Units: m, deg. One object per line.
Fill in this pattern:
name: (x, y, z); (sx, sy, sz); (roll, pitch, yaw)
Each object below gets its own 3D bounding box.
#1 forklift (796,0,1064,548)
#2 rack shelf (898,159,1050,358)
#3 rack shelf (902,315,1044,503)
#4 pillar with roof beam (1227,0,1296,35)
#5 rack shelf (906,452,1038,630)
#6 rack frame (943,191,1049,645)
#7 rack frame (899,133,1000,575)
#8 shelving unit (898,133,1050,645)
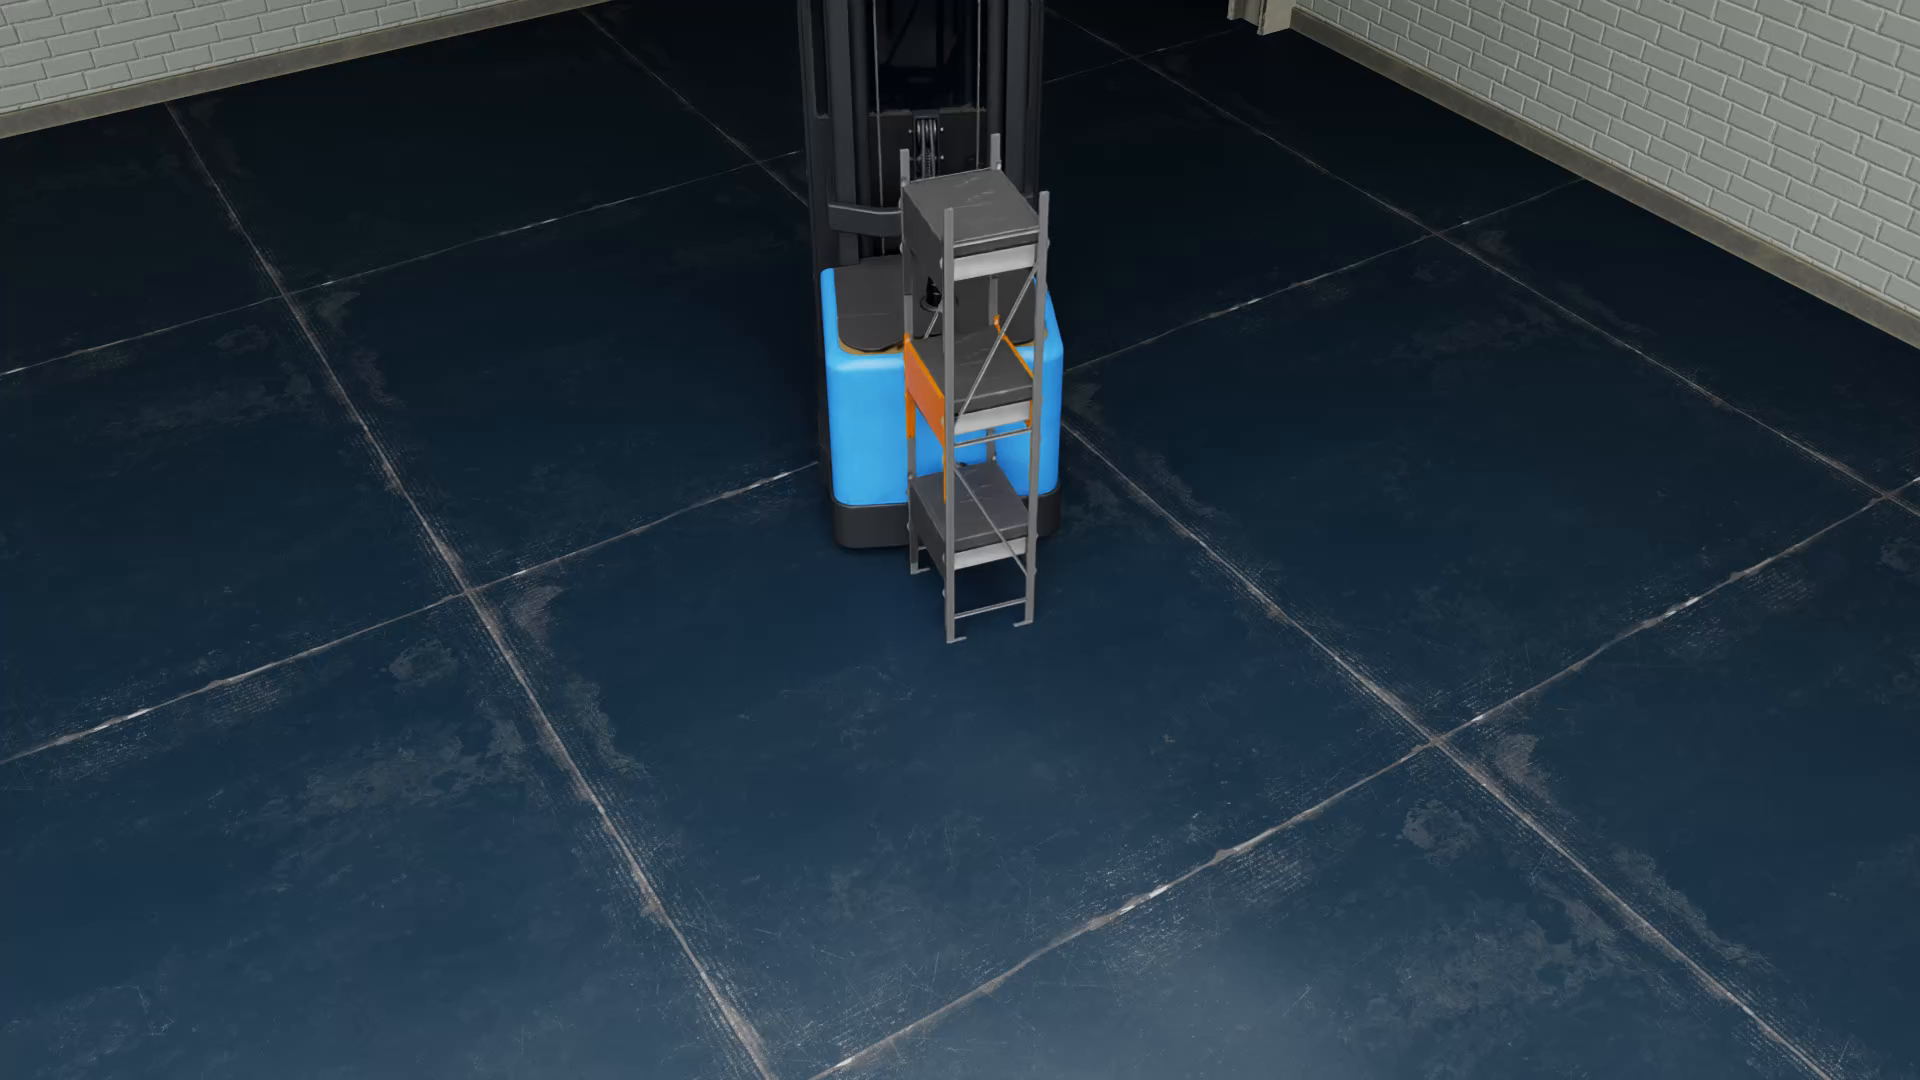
forklift: (-0.198, -2.023, 7.888); (1.130, 2.935, 3.031); (-4, 40, -4)
rack shelf: (0.047, -1.075, 6.328); (0.431, 0.518, 0.480); (-13, 42, -15)
rack shelf: (0.047, -0.537, 6.776); (0.431, 0.518, 0.480); (-13, 42, -15)
pillar with roof beam: (-1.399, -5.832, 7.719); (9.100, 9.000, 0.400); (-22, 45, -24)
rack shelf: (0.047, 0.000, 7.224); (0.431, 0.518, 0.480); (-13, 42, -15)
rack frame: (0.131, -0.401, 6.591); (0.400, 2.100, 0.015); (-13, 42, -15)
rack frame: (-0.036, -0.695, 6.943); (0.400, 2.100, 0.015); (-13, 42, -15)
shelving unit: (0.047, -0.548, 6.767); (0.431, 2.100, 0.503); (-13, 42, -15)
